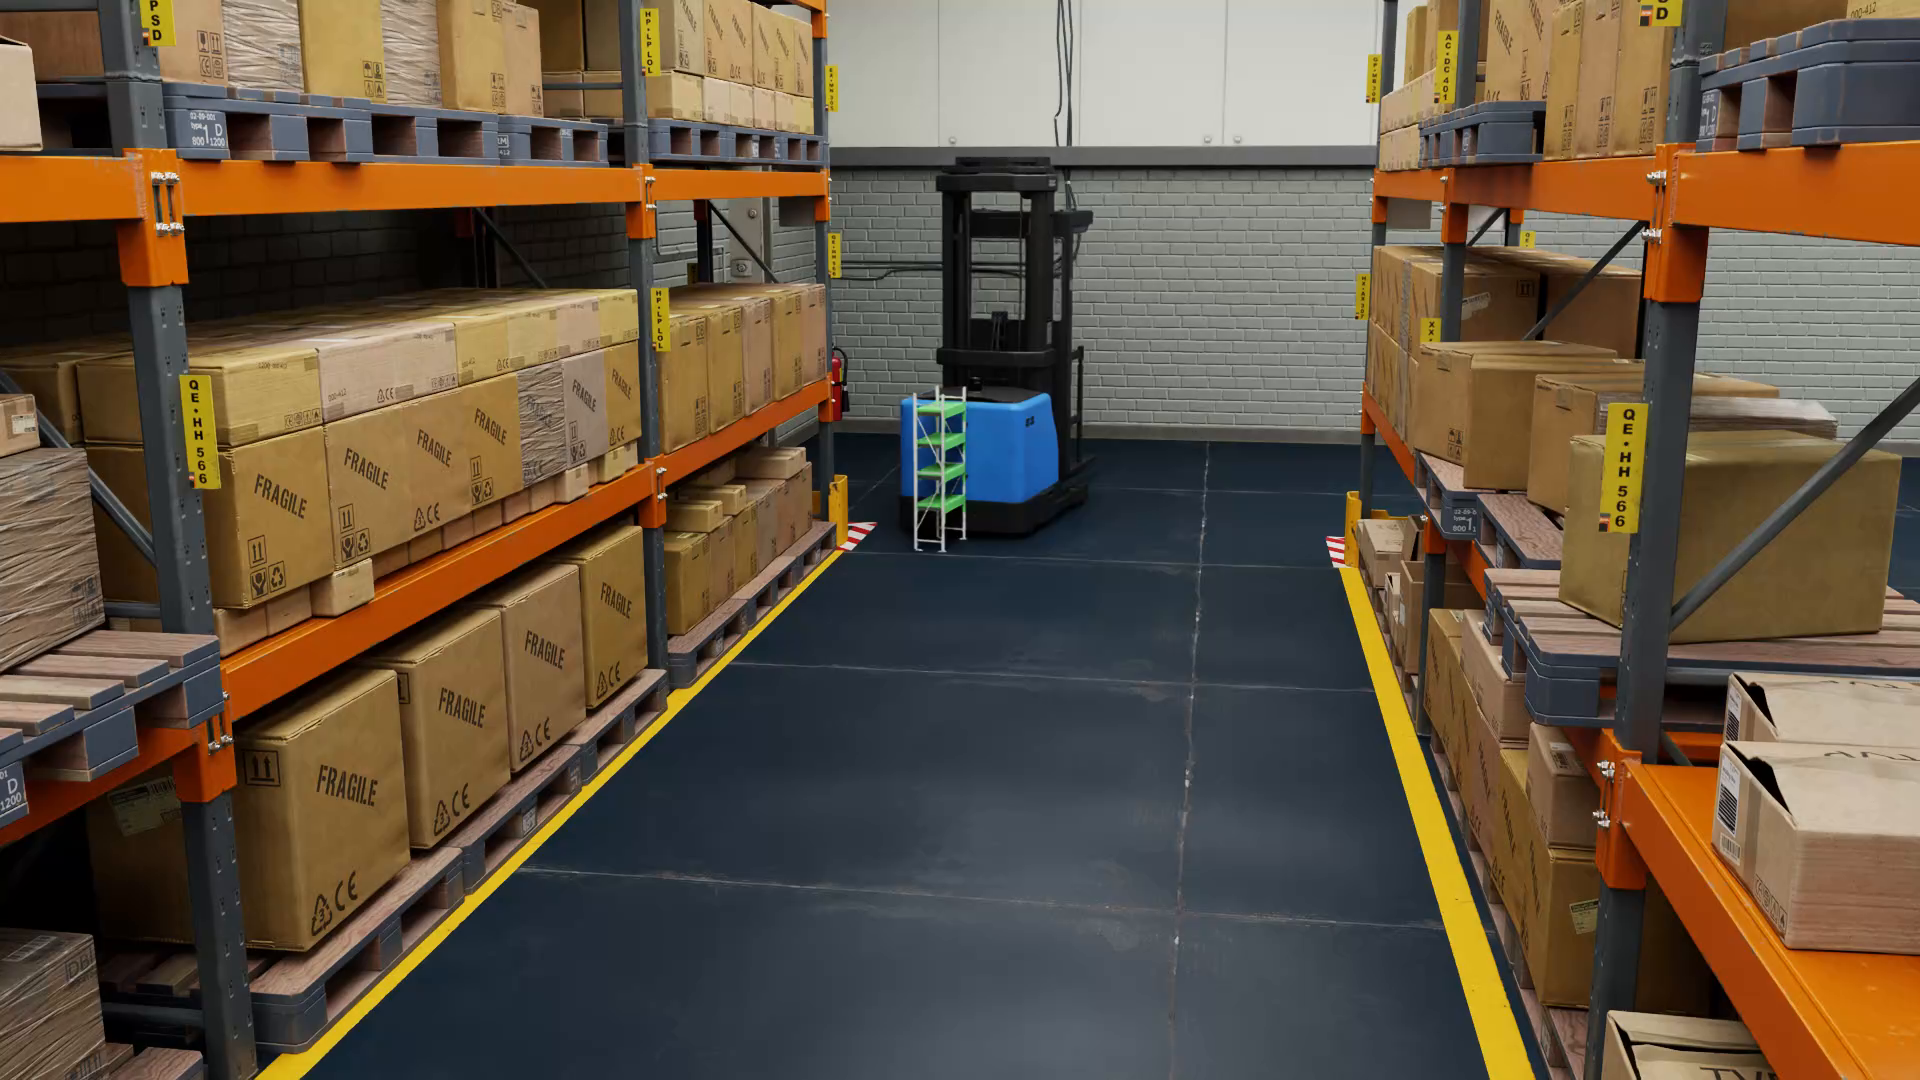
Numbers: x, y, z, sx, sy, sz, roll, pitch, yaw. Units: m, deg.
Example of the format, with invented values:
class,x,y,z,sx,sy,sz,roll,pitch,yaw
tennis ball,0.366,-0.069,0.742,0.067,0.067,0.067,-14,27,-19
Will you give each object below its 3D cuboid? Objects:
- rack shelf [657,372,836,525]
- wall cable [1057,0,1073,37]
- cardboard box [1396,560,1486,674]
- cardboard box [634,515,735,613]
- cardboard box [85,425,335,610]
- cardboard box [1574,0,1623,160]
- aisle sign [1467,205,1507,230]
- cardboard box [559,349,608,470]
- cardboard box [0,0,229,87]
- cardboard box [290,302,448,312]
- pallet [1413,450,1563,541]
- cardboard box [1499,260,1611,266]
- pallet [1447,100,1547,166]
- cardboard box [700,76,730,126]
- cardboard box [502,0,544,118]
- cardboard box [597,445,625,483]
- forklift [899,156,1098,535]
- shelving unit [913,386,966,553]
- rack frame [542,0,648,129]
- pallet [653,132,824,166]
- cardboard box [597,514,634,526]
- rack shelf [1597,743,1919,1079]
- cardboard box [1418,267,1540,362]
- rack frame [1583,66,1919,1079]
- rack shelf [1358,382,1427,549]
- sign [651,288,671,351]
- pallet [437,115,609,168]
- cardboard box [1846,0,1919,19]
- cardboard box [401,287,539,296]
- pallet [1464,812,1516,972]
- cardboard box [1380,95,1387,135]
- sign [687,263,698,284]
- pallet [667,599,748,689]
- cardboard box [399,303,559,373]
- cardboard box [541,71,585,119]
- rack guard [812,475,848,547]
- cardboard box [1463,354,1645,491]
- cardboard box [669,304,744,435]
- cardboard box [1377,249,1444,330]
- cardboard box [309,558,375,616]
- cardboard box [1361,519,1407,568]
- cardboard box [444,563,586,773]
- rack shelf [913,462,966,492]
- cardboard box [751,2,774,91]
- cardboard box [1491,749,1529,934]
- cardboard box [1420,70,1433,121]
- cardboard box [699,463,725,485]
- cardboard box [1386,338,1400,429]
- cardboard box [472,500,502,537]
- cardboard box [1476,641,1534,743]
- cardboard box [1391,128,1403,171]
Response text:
class,x,y,z,sx,sy,sz,roll,pitch,yaw
rack shelf,-1.781,-0.692,10.791,1.077,0.370,4.000,2,12,9
wall cable,2.423,-6.422,16.813,3.097,2.526,0.112,2,12,9
cardboard box,2.614,0.412,8.853,0.500,0.500,0.500,2,12,9
cardboard box,-1.792,0.133,10.194,0.700,0.500,0.500,2,12,8
cardboard box,-2.376,-0.091,5.307,0.500,0.500,0.500,2,12,10
cardboard box,2.304,-1.348,4.771,0.910,0.500,0.500,2,12,9
aisle sign,3.735,-2.575,11.652,0.394,0.787,0.004,2,12,9
cardboard box,-1.979,-0.620,7.762,0.500,0.500,0.500,2,12,9
cardboard box,-2.688,-1.626,5.015,0.700,0.500,0.500,1,12,4
cardboard box,-2.563,-0.897,7.264,0.500,0.250,0.500,1,12,7
pallet,2.576,-0.211,7.307,1.003,0.211,1.213,2,12,9
cardboard box,3.315,-1.309,9.334,0.500,0.500,0.500,2,12,7
pallet,2.480,-1.492,6.125,1.213,0.211,1.003,2,12,9
cardboard box,-1.630,-2.515,9.547,0.500,0.250,0.500,2,12,7
cardboard box,-2.333,-2.178,7.577,0.700,0.500,0.500,1,12,6
cardboard box,-1.876,-0.381,8.192,0.380,0.149,0.250,2,12,10
forklift,0.480,-1.742,14.121,1.130,2.935,3.031,4,13,19
shelving unit,-0.151,-0.545,12.675,0.258,1.200,0.503,4,13,19
rack frame,-2.089,-3.560,8.152,1.000,3.000,0.127,2,12,9
pallet,-1.577,-2.728,11.623,1.003,0.211,1.213,2,12,9
cardboard box,-2.091,-0.056,9.531,0.380,0.149,0.250,2,12,8
rack shelf,1.884,1.133,2.323,1.077,0.370,4.000,2,12,9
cardboard box,2.629,-1.119,8.454,0.500,0.500,0.500,2,12,9
rack frame,2.191,0.365,4.179,1.000,3.000,0.127,2,12,9
rack shelf,3.114,-0.532,10.050,1.077,0.370,4.000,2,12,9
sign,-1.551,-1.139,8.598,0.100,0.325,0.005,2,12,9
pallet,-2.181,-1.808,7.595,0.805,0.209,1.217,1,12,6
cardboard box,2.177,-1.137,3.388,0.500,0.250,0.500,1,12,4
cardboard box,-2.417,-1.111,8.256,0.500,0.250,0.500,2,12,10
pallet,2.534,1.321,6.363,1.003,0.211,1.213,2,12,9
cardboard box,3.086,-2.839,11.096,0.500,0.250,0.500,2,12,9
sign,-2.021,-1.941,12.637,0.100,0.325,0.005,2,12,9
pallet,-1.894,0.580,9.800,1.003,0.211,1.213,2,12,9
cardboard box,-2.074,-0.880,7.186,0.500,0.250,0.500,2,12,10
cardboard box,-2.215,-2.424,9.125,0.500,0.250,0.500,2,12,9
rack guard,-1.470,-0.243,12.934,1.175,0.500,0.348,2,12,9
cardboard box,2.470,-0.485,6.890,0.700,0.500,0.500,4,13,18
cardboard box,-1.872,-1.038,9.978,0.980,0.700,0.700,2,12,7
cardboard box,3.020,-1.645,10.895,0.500,0.500,0.500,2,12,9
cardboard box,-2.253,0.153,5.714,0.380,0.149,0.250,2,12,10
cardboard box,2.981,0.037,11.184,0.500,0.250,0.500,2,12,9
cardboard box,-2.194,0.543,7.459,0.750,0.750,0.750,2,12,10
rack shelf,-0.151,-0.483,12.689,0.258,0.148,0.480,4,13,19
cardboard box,-1.476,-3.100,10.478,0.500,0.500,0.500,1,12,6
cardboard box,2.183,1.062,5.834,0.500,0.500,0.500,1,12,7
cardboard box,2.693,-2.319,8.683,0.500,0.250,0.500,2,12,9
cardboard box,-1.815,-0.433,11.281,0.380,0.149,0.250,2,12,9
cardboard box,2.860,-0.949,10.041,0.500,0.500,0.500,2,12,9
cardboard box,-2.152,-0.117,6.964,0.380,0.149,0.250,2,12,10
cardboard box,2.261,0.578,6.299,0.500,0.250,0.500,2,12,8
cardboard box,2.927,-2.387,10.184,0.500,0.250,0.500,2,12,9
